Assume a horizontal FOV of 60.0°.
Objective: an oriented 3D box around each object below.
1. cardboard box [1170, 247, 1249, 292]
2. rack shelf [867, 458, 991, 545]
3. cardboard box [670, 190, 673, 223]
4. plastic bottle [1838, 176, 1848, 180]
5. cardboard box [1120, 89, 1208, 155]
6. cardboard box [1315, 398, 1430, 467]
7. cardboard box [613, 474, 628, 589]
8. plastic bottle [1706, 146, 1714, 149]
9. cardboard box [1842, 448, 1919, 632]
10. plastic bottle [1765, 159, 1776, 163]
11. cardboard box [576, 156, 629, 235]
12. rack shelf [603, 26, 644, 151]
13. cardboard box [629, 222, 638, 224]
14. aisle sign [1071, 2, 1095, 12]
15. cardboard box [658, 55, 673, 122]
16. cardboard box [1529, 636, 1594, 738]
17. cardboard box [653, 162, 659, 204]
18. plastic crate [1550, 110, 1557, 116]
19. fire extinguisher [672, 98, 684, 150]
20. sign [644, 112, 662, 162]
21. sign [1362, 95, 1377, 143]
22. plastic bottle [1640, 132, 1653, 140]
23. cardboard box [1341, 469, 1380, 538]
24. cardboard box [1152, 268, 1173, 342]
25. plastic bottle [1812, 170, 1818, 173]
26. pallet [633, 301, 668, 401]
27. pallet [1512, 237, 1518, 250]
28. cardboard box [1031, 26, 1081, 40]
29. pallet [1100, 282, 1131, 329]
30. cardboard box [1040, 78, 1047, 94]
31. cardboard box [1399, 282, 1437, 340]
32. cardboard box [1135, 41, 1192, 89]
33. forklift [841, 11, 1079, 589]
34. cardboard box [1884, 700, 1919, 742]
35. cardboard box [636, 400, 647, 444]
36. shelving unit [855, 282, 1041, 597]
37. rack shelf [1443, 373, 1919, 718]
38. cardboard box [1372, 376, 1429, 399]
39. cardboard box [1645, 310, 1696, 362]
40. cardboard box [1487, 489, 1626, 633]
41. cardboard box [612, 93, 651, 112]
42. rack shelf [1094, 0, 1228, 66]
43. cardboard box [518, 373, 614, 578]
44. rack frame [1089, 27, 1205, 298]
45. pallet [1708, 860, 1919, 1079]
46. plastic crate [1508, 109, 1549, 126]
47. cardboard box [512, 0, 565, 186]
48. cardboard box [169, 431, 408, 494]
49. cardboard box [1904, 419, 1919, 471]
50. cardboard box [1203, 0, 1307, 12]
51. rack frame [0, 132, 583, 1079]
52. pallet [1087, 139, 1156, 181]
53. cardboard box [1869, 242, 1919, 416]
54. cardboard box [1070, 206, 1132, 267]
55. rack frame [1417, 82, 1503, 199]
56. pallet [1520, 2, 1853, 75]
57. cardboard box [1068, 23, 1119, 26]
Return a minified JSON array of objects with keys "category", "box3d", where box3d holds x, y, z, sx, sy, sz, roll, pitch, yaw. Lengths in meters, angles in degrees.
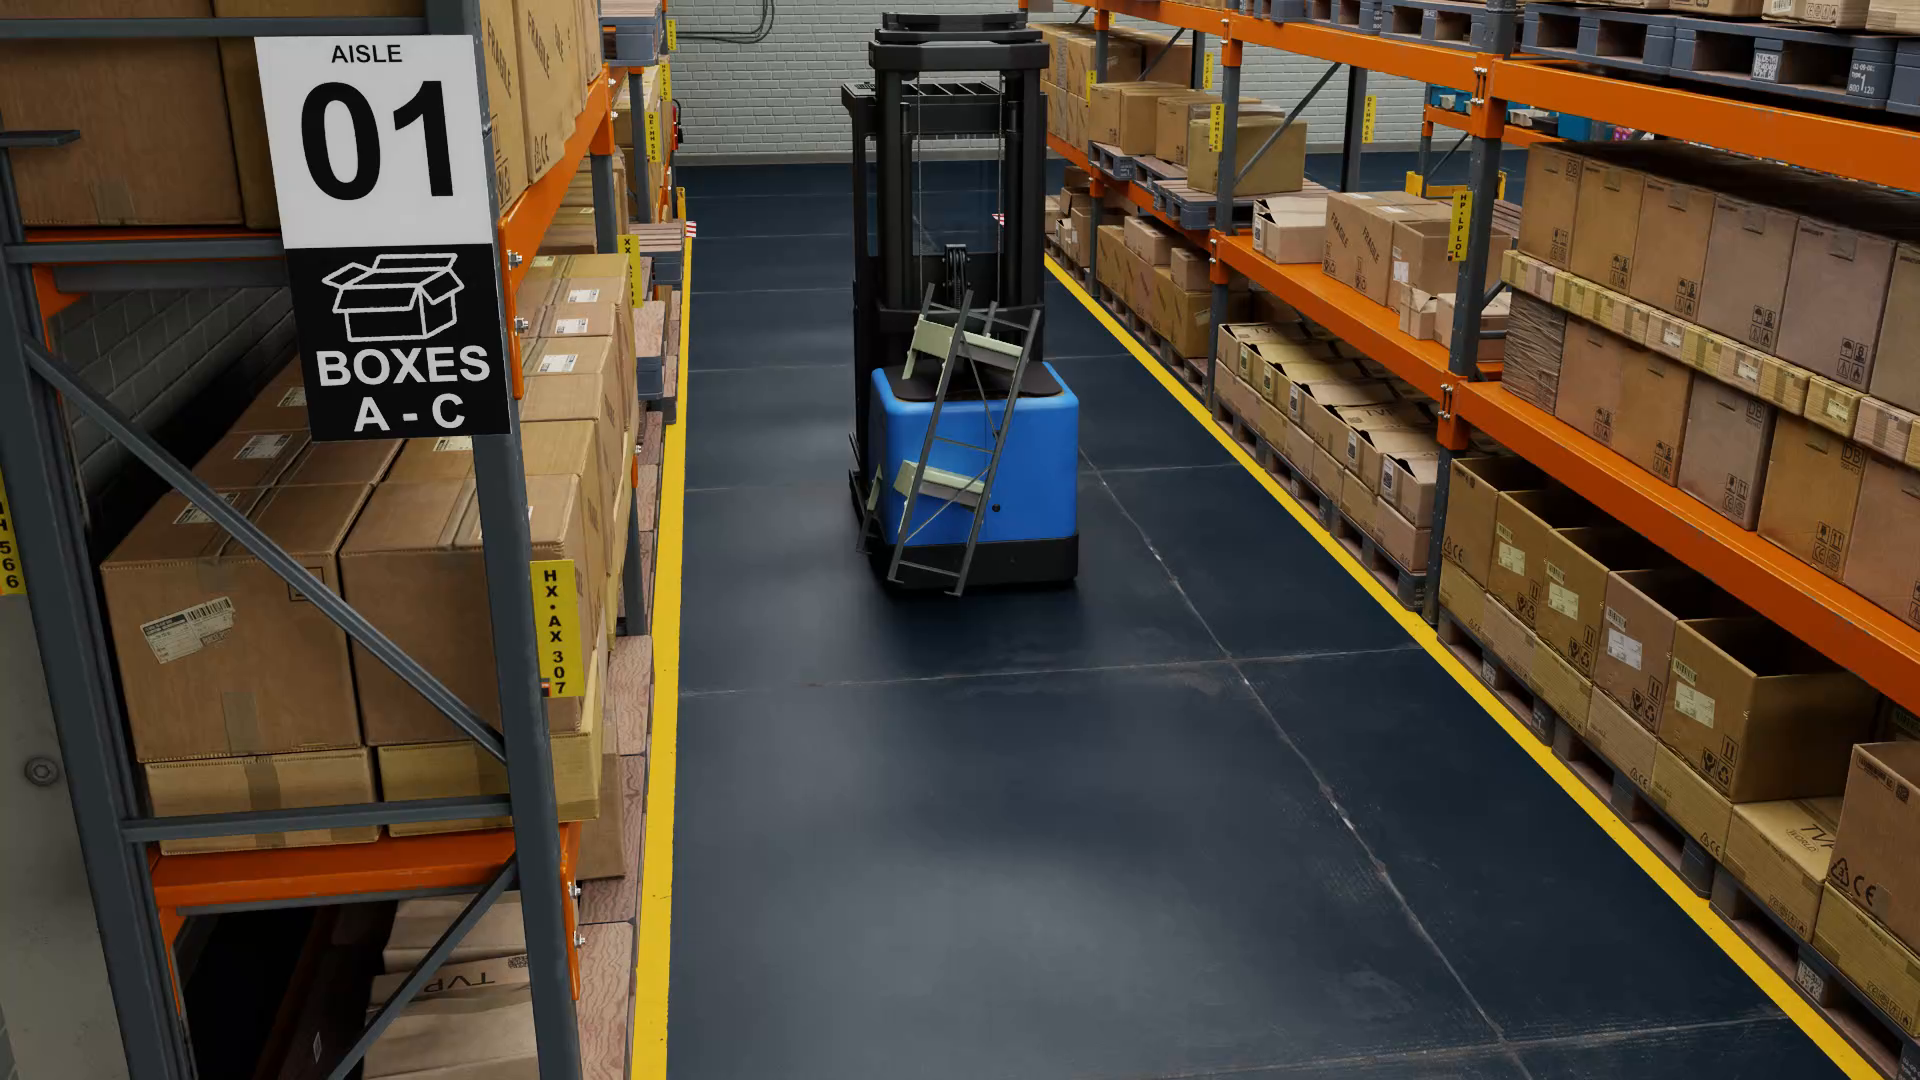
[{"category":"cardboard box","box3d":[1.943,-2.108,12.945,0.500,0.250,0.500,-2,21,-6]},{"category":"rack shelf","box3d":[-0.169,-0.232,8.721,0.431,0.370,0.720,13,7,-18]},{"category":"cardboard box","box3d":[-3.532,-3.697,18.301,0.700,0.500,0.500,-3,21,-8]},{"category":"plastic bottle","box3d":[7.373,-3.072,13.839,0.097,0.271,0.097,0,20,0]},{"category":"cardboard box","box3d":[1.755,-3.609,14.348,0.700,0.500,0.500,0,20,1]},{"category":"cardboard box","box3d":[2.406,-0.655,9.711,0.500,0.311,0.500,-3,21,-8]},{"category":"cardboard box","box3d":[-1.409,-0.024,5.680,0.500,0.250,0.500,-3,21,-7]},{"category":"plastic bottle","box3d":[6.508,-3.308,14.470,0.097,0.271,0.097,0,20,0]},{"category":"cardboard box","box3d":[3.341,-0.011,5.316,0.700,0.500,0.500,-2,21,-6]},{"category":"plastic bottle","box3d":[7.203,-3.418,14.756,0.152,0.276,0.135,-3,21,-8]},{"category":"cardboard box","box3d":[-2.394,-2.038,10.113,0.700,0.500,0.500,-5,21,-13]},{"category":"rack shelf","box3d":[-2.291,-2.515,8.903,1.077,0.370,4.000,-3,21,-8]},{"category":"cardboard box","box3d":[-2.397,-2.156,11.533,0.380,0.149,0.250,-3,21,-9]},{"category":"aisle sign","box3d":[1.463,-6.417,18.895,0.394,0.787,0.004,-3,21,-8]},{"category":"cardboard box","box3d":[-3.649,-4.873,18.049,0.980,0.700,0.700,-2,21,-5]},{"category":"cardboard box","box3d":[2.800,0.609,7.129,0.500,0.250,0.500,-3,21,-8]},{"category":"cardboard box","box3d":[-2.462,-2.698,12.055,0.500,0.500,0.500,-2,21,-6]},{"category":"plastic crate","box3d":[6.621,-4.660,18.060,0.416,0.233,0.300,-3,21,-8]},{"category":"fire extinguisher","box3d":[-3.297,-4.774,18.853,0.296,0.674,0.183,-3,21,-8]},{"category":"sign","box3d":[-2.043,-2.675,11.050,0.100,0.325,0.005,-3,21,-8]},{"category":"sign","box3d":[2.871,-2.962,11.704,0.100,0.325,0.005,-3,21,-8]},{"category":"plastic bottle","box3d":[6.390,-3.659,15.404,0.152,0.276,0.135,-3,21,-8]},{"category":"cardboard box","box3d":[2.481,-0.218,9.343,0.500,0.250,0.500,-3,21,-9]},{"category":"cardboard box","box3d":[1.881,-1.917,13.504,0.500,0.500,0.500,-4,21,-10]},{"category":"plastic bottle","box3d":[6.711,-2.783,13.046,0.061,0.283,0.133,-3,21,-8]},{"category":"pallet","box3d":[-1.969,-0.936,8.210,1.003,0.211,1.213,-3,21,-8]},{"category":"pallet","box3d":[6.504,-2.970,17.367,1.003,0.211,1.213,-3,21,-8]},{"category":"cardboard box","box3d":[1.055,-5.328,18.122,0.500,0.500,0.500,-3,21,-7]},{"category":"pallet","box3d":[1.900,-2.189,15.276,1.003,0.211,1.213,-3,21,-8]},{"category":"cardboard box","box3d":[1.121,-4.688,17.837,0.500,0.500,0.500,-3,21,-8]},{"category":"cardboard box","box3d":[2.591,-1.238,8.935,0.396,0.266,0.258,-3,21,-9]},{"category":"cardboard box","box3d":[1.956,-4.468,15.819,0.500,0.500,0.500,-2,21,-6]},{"category":"forklift","box3d":[-0.096,-1.591,9.787,1.130,2.935,3.031,-3,21,-8]},{"category":"cardboard box","box3d":[3.545,0.750,5.680,0.500,0.500,0.500,-3,21,-8]},{"category":"cardboard box","box3d":[-2.424,-0.928,10.856,0.700,0.500,0.500,-3,21,-7]},{"category":"shelving unit","box3d":[-0.082,-0.544,8.683,0.431,1.500,0.755,13,7,-18]},{"category":"rack shelf","box3d":[3.187,0.024,6.393,1.077,0.370,4.000,-3,21,-8]},{"category":"cardboard box","box3d":[2.863,-0.865,10.272,0.500,0.311,0.500,-2,21,-6]},{"category":"cardboard box","box3d":[2.936,-0.807,6.521,0.380,0.149,0.250,-4,21,-9]},{"category":"cardboard box","box3d":[2.736,0.084,7.463,0.500,0.500,0.500,-3,21,-8]},{"category":"cardboard box","box3d":[-2.468,-3.042,11.906,0.500,0.250,0.500,-3,21,-9]},{"category":"rack shelf","box3d":[2.034,-4.151,13.284,1.077,0.370,4.000,-3,21,-8]},{"category":"cardboard box","box3d":[-1.327,-0.191,5.054,0.500,0.500,0.500,-4,21,-10]},{"category":"rack frame","box3d":[1.746,-3.775,15.537,1.000,3.000,0.127,-3,21,-8]},{"category":"pallet","box3d":[3.324,1.423,5.604,1.003,0.211,1.213,-3,21,-8]},{"category":"plastic crate","box3d":[6.100,-4.516,17.812,0.293,0.136,0.466,-3,21,-8]},{"category":"cardboard box","box3d":[-1.269,-1.147,4.041,0.500,0.500,0.500,-2,21,-4]},{"category":"cardboard box","box3d":[-1.767,0.013,4.508,0.500,0.500,0.500,-3,21,-7]},{"category":"cardboard box","box3d":[3.156,-0.273,5.090,0.380,0.149,0.250,-3,21,-9]},{"category":"cardboard box","box3d":[2.226,-3.992,11.686,0.910,0.500,0.500,-3,21,-8]},{"category":"rack frame","box3d":[-1.426,0.631,3.740,1.000,3.000,0.127,-3,21,-8]},{"category":"pallet","box3d":[1.753,-3.403,14.815,1.003,0.211,1.213,-3,21,-8]},{"category":"cardboard box","box3d":[3.332,-0.637,5.139,0.700,0.500,0.500,-3,21,-9]},{"category":"cardboard box","box3d":[1.383,-2.993,16.387,0.500,0.500,0.500,-3,21,-8]},{"category":"rack frame","box3d":[6.071,-5.409,19.910,1.000,3.000,0.127,-3,21,-8]},{"category":"pallet","box3d":[3.048,-2.075,6.824,1.003,0.211,1.213,-3,21,-8]},{"category":"cardboard box","box3d":[1.506,-5.535,18.677,0.500,0.500,0.500,-3,21,-8]}]
